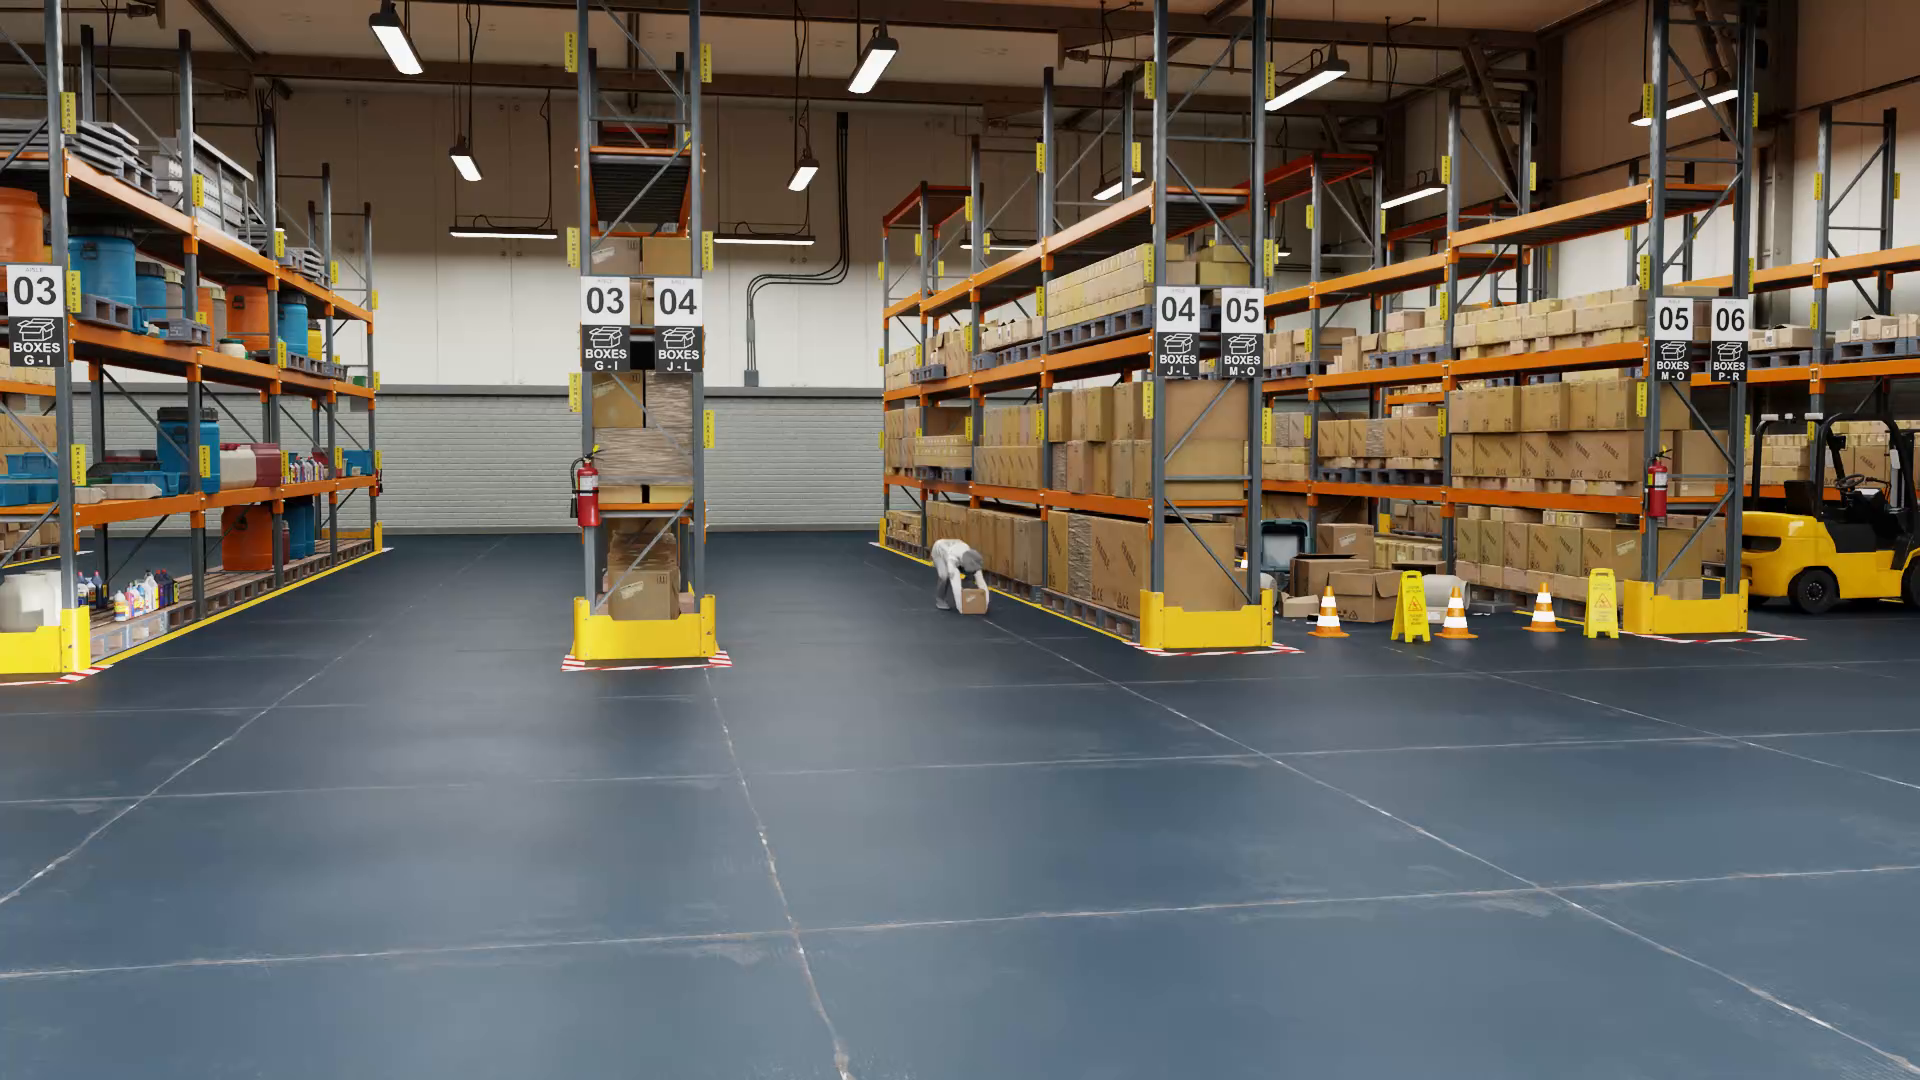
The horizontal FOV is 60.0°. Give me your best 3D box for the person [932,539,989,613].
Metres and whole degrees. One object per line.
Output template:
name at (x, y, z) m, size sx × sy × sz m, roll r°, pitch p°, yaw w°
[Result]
person at (-0.015, 0.407, 18.276) m, size 0.452 × 0.818 × 0.950 m, roll -1°, pitch 3°, yaw -20°
